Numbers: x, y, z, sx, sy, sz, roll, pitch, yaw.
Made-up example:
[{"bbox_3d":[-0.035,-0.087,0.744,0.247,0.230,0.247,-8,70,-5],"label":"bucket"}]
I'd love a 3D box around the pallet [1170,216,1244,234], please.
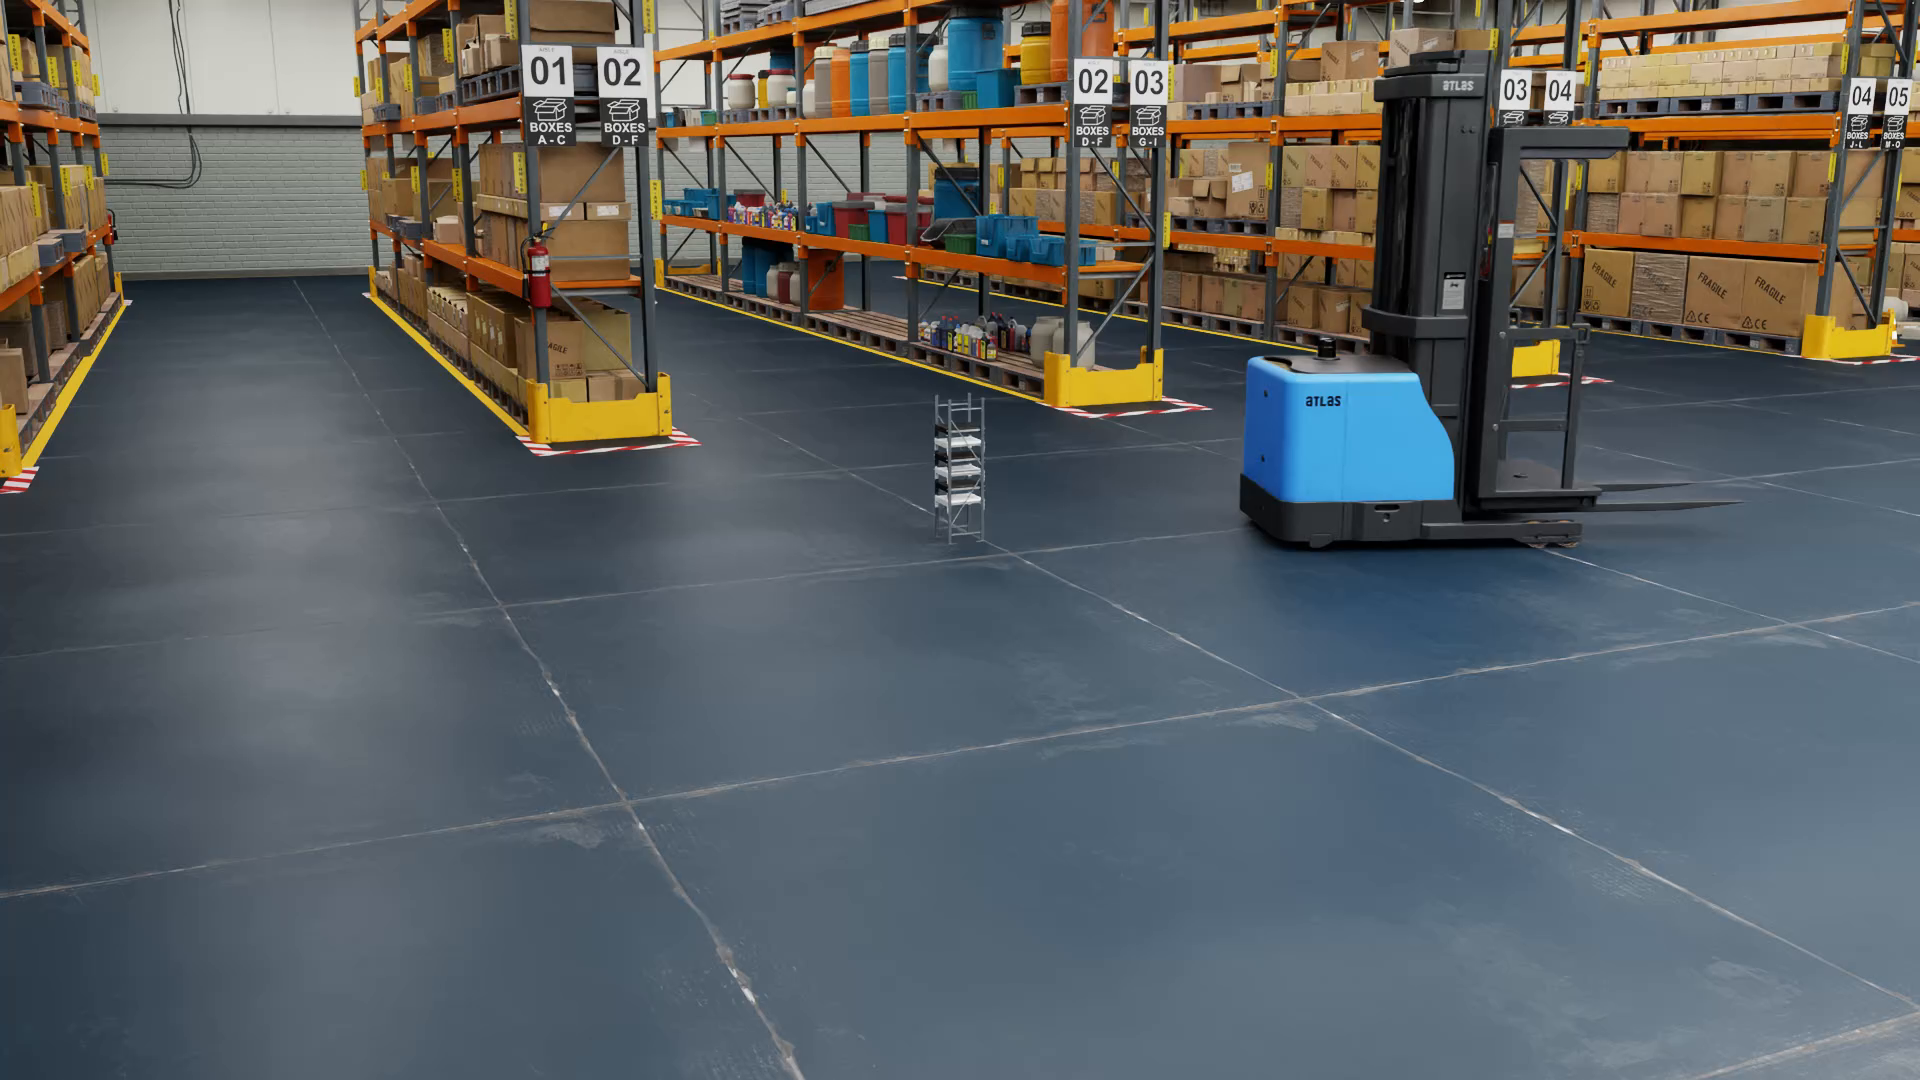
[{"bbox_3d":[3.634,-4.401,23.156,1.003,0.211,1.213,-6,14,-23],"label":"pallet"}]

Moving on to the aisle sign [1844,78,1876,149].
[{"bbox_3d":[10.347,-4.898,19.116,0.394,0.787,0.004,-6,14,-23],"label":"aisle sign"}]

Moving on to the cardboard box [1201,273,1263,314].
[{"bbox_3d":[3.781,-3.414,23.036,0.700,0.500,0.500,-7,15,-28],"label":"cardboard box"}]

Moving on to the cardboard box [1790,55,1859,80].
[{"bbox_3d":[10.141,-5.536,19.504,0.500,0.250,0.500,-5,14,-22],"label":"cardboard box"}]

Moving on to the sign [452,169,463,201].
[{"bbox_3d":[-5.166,-3.653,17.110,0.100,0.325,0.005,-6,14,-23],"label":"sign"}]

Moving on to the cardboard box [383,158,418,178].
[{"bbox_3d":[-8.317,-5.449,24.820,0.500,0.500,0.500,-6,14,-23],"label":"cardboard box"}]

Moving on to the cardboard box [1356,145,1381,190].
[{"bbox_3d":[4.965,-4.329,19.322,0.500,0.500,0.500,-6,14,-23],"label":"cardboard box"}]

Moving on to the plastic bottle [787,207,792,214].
[{"bbox_3d":[-2.588,-4.941,25.351,0.097,0.271,0.097,0,13,0],"label":"plastic bottle"}]

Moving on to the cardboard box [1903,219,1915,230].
[{"bbox_3d":[13.804,-4.545,23.914,0.380,0.149,0.250,-6,14,-23],"label":"cardboard box"}]

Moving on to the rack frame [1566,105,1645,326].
[{"bbox_3d":[8.991,-4.500,23.161,1.000,3.000,0.127,-6,14,-23],"label":"rack frame"}]

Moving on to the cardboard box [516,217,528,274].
[{"bbox_3d":[-3.654,-2.710,15.205,0.700,0.500,0.500,-6,14,-23],"label":"cardboard box"}]

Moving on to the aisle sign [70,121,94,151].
[{"bbox_3d":[-13.771,-6.518,26.116,0.394,0.787,0.004,-6,14,-23],"label":"aisle sign"}]

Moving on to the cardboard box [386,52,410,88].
[{"bbox_3d":[-8.107,-6.926,24.551,0.700,0.500,0.500,-6,14,-23],"label":"cardboard box"}]

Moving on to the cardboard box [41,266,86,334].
[{"bbox_3d":[-10.987,-2.878,19.989,0.750,0.750,0.750,-6,14,-24],"label":"cardboard box"}]

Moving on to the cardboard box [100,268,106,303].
[{"bbox_3d":[-13.022,-3.744,24.508,0.700,0.500,0.500,-5,14,-22],"label":"cardboard box"}]

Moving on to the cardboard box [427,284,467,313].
[{"bbox_3d":[-6.334,-3.009,20.640,0.500,0.311,0.500,-5,14,-21],"label":"cardboard box"}]

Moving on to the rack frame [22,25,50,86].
[{"bbox_3d":[-10.812,-6.480,18.410,1.000,3.000,0.127,-6,14,-23],"label":"rack frame"}]

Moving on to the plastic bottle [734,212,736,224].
[{"bbox_3d":[-3.465,-5.018,25.837,0.097,0.201,0.097,0,13,0],"label":"plastic bottle"}]

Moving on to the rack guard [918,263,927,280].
[{"bbox_3d":[-0.411,-5.339,32.330,1.175,0.500,0.348,-6,14,-23],"label":"rack guard"}]

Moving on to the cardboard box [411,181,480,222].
[{"bbox_3d":[-6.631,-4.379,21.483,0.700,0.500,0.500,-12,18,-42],"label":"cardboard box"}]

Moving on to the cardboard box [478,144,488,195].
[{"bbox_3d":[-4.489,-3.769,16.901,0.700,0.500,0.500,-6,14,-23],"label":"cardboard box"}]

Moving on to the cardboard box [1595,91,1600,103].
[{"bbox_3d":[8.978,-6.296,23.415,0.258,0.266,0.396,-6,14,-24],"label":"cardboard box"}]

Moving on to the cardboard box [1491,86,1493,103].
[{"bbox_3d":[5.582,-4.711,17.754,0.500,0.250,0.500,-5,14,-22],"label":"cardboard box"}]

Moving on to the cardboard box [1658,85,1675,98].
[{"bbox_3d":[9.234,-5.776,21.427,0.380,0.149,0.250,-6,14,-24],"label":"cardboard box"}]

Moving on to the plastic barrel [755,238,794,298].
[{"bbox_3d":[-2.851,-4.200,25.588,0.600,0.901,0.708,-6,14,-23],"label":"plastic barrel"}]

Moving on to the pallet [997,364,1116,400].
[{"bbox_3d":[1.076,-1.620,16.903,1.003,0.211,1.213,-6,14,-23],"label":"pallet"}]

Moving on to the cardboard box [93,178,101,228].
[{"bbox_3d":[-13.205,-4.944,24.413,0.980,0.700,0.700,-6,14,-26],"label":"cardboard box"}]

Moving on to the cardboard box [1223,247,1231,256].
[{"bbox_3d":[5.160,-5.408,31.157,0.380,0.149,0.250,-6,14,-23],"label":"cardboard box"}]

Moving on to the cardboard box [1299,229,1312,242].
[{"bbox_3d":[4.430,-3.777,20.594,0.380,0.149,0.250,-6,14,-23],"label":"cardboard box"}]

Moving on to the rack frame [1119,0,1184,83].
[{"bbox_3d":[2.803,-7.822,24.209,1.000,3.000,0.127,-6,14,-23],"label":"rack frame"}]

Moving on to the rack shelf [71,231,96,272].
[{"bbox_3d":[-11.614,-3.620,20.953,1.077,0.370,4.000,-6,14,-23],"label":"rack shelf"}]

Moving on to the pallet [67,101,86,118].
[{"bbox_3d":[-12.733,-5.972,23.063,1.003,0.211,1.213,-6,14,-23],"label":"pallet"}]

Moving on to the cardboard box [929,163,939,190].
[{"bbox_3d":[-0.256,-6.762,30.946,0.500,0.500,0.500,-6,14,-24],"label":"cardboard box"}]

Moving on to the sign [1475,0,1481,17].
[{"bbox_3d":[9.763,-10.031,31.330,0.100,0.325,0.005,-6,14,-23],"label":"sign"}]

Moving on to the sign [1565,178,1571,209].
[{"bbox_3d":[6.505,-3.717,17.859,0.100,0.325,0.005,-6,14,-23],"label":"sign"}]

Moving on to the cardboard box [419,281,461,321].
[{"bbox_3d":[-6.865,-3.174,21.999,0.500,0.500,0.500,-5,14,-21],"label":"cardboard box"}]

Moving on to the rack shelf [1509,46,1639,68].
[{"bbox_3d":[11.082,-8.585,29.988,1.077,0.370,4.000,-6,14,-23],"label":"rack shelf"}]

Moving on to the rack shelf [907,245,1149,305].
[{"bbox_3d":[0.668,-2.862,17.678,1.077,0.370,4.000,-6,14,-23],"label":"rack shelf"}]

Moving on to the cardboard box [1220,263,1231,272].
[{"bbox_3d":[5.124,-5.129,31.268,0.380,0.149,0.250,-6,14,-25],"label":"cardboard box"}]

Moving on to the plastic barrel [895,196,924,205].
[{"bbox_3d":[-0.609,-4.061,20.961,0.433,0.535,0.433,0,13,0],"label":"plastic barrel"}]

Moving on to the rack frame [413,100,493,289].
[{"bbox_3d":[-6.275,-4.005,21.023,1.000,3.000,0.127,-6,14,-23],"label":"rack frame"}]

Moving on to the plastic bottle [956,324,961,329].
[{"bbox_3d":[-0.021,-2.287,18.675,0.097,0.271,0.097,0,13,0],"label":"plastic bottle"}]

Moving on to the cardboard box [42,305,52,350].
[{"bbox_3d":[-10.376,-2.293,18.191,0.700,0.500,0.500,-6,14,-23],"label":"cardboard box"}]

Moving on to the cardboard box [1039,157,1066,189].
[{"bbox_3d":[1.729,-5.989,27.148,0.797,0.503,0.637,-5,14,-22],"label":"cardboard box"}]

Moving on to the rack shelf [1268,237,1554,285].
[{"bbox_3d":[5.207,-3.309,19.611,1.077,0.370,4.000,-6,14,-23],"label":"rack shelf"}]

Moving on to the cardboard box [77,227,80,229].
[{"bbox_3d":[-11.638,-4.013,21.570,0.380,0.149,0.250,-6,14,-23],"label":"cardboard box"}]

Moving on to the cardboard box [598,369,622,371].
[{"bbox_3d":[-3.285,-1.451,15.155,0.500,0.250,0.500,-6,14,-23],"label":"cardboard box"}]

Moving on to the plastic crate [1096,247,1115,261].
[{"bbox_3d":[1.406,-2.885,16.766,0.298,0.136,0.250,-6,14,-23],"label":"plastic crate"}]

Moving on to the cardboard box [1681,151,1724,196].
[{"bbox_3d":[9.744,-4.684,21.228,0.875,0.550,0.500,-6,14,-23],"label":"cardboard box"}]

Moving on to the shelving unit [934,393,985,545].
[{"bbox_3d":[-0.003,-0.440,10.276,0.258,0.900,0.210,-6,14,-23],"label":"shelving unit"}]

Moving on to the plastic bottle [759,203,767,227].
[{"bbox_3d":[-2.899,-4.811,24.616,0.144,0.351,0.185,-6,14,-23],"label":"plastic bottle"}]

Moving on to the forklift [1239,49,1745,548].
[{"bbox_3d":[3.384,-1.496,10.331,3.031,2.935,1.130,-1,13,-5],"label":"forklift"}]

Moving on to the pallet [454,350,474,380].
[{"bbox_3d":[-5.004,-1.969,18.409,1.003,0.211,1.213,-6,14,-23],"label":"pallet"}]

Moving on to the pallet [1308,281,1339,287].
[{"bbox_3d":[6.592,-4.381,28.831,1.003,0.211,1.213,-6,14,-23],"label":"pallet"}]

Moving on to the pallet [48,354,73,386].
[{"bbox_3d":[-10.016,-1.785,17.615,1.003,0.211,1.213,-6,14,-23],"label":"pallet"}]
